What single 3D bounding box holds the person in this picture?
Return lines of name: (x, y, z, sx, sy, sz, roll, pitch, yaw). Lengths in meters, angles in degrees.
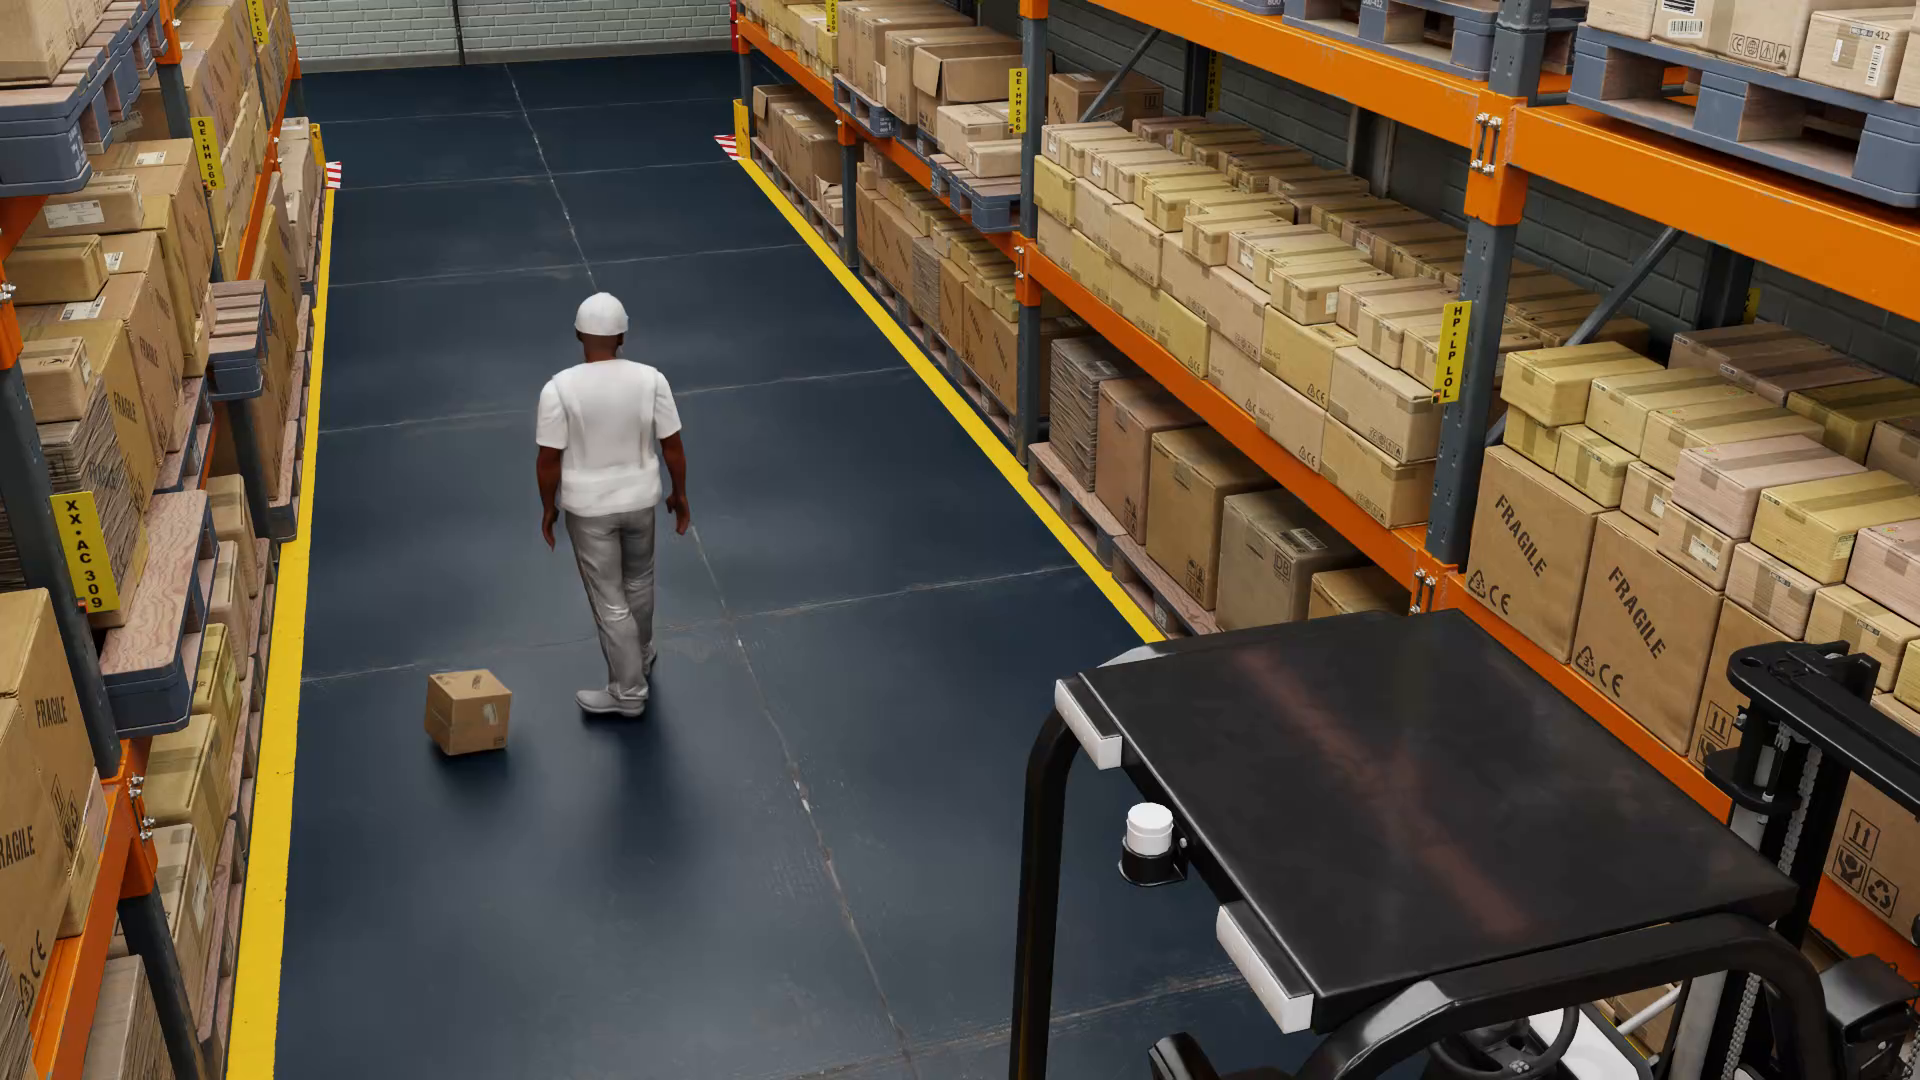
person: (-1.431, -0.150, 6.905, 0.607, 1.759, 0.611, -14, 29, -26)
